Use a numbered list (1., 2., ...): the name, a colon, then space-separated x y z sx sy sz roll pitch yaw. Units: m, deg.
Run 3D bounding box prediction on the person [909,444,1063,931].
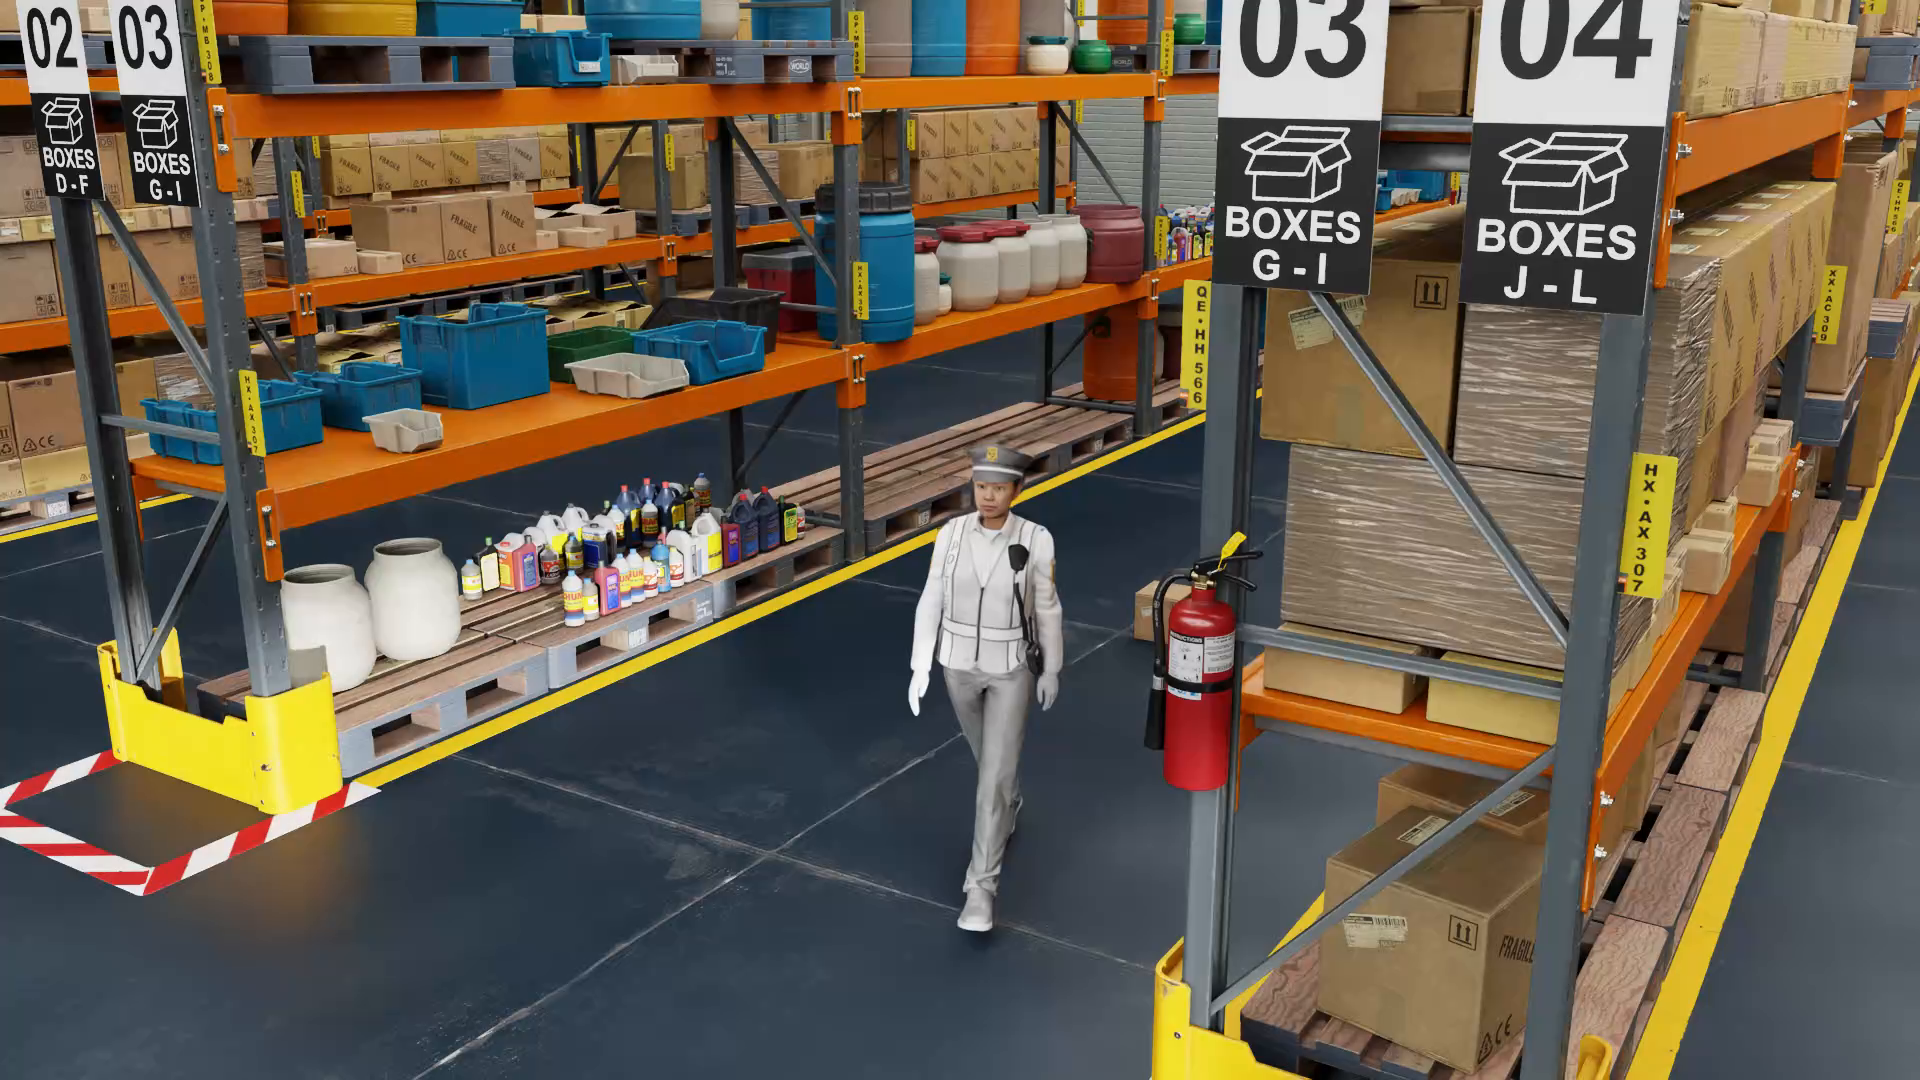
1. person: 0.081 0.451 5.927 0.499 1.633 1.018 6 17 19
